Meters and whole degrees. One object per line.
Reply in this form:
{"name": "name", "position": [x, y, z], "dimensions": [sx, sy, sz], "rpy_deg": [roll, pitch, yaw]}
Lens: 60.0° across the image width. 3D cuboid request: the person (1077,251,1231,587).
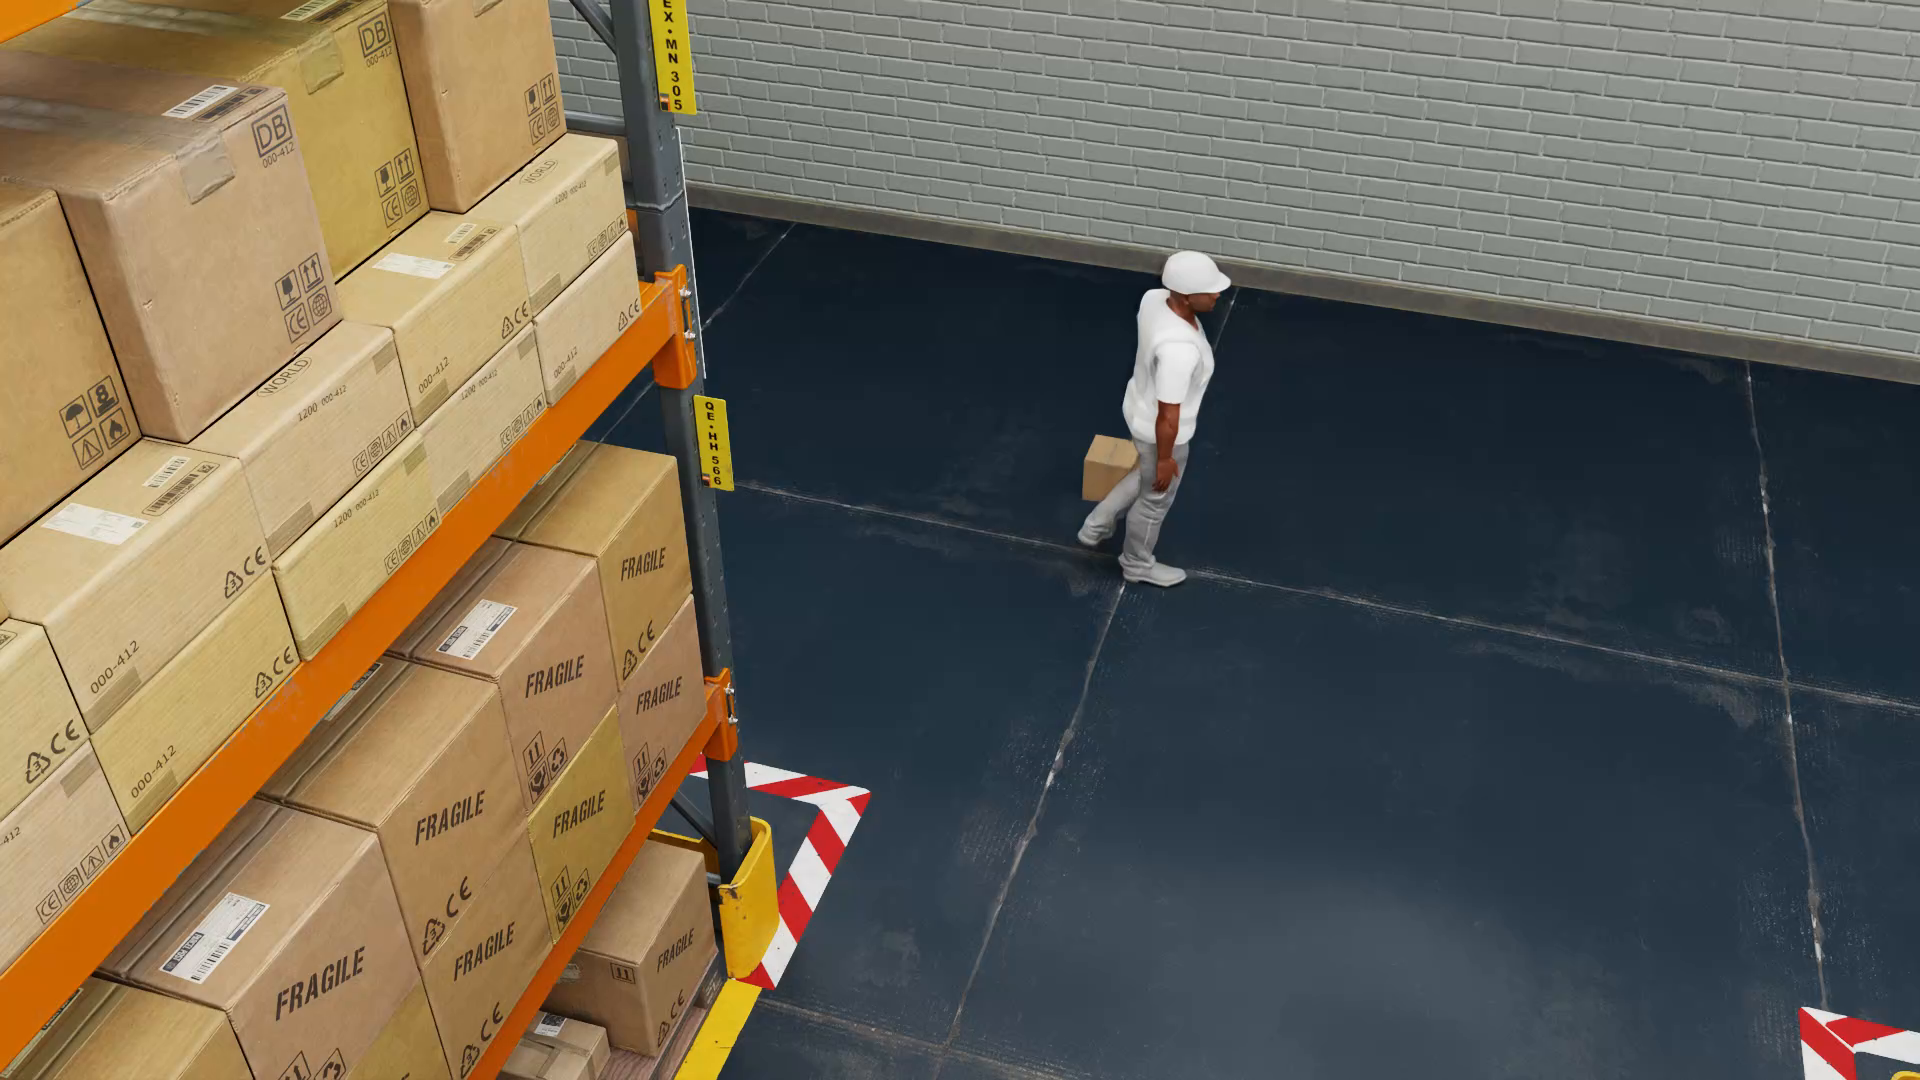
{"name": "person", "position": [0.862, -0.530, 7.579], "dimensions": [0.572, 1.762, 0.624], "rpy_deg": [-3, 37, -4]}
